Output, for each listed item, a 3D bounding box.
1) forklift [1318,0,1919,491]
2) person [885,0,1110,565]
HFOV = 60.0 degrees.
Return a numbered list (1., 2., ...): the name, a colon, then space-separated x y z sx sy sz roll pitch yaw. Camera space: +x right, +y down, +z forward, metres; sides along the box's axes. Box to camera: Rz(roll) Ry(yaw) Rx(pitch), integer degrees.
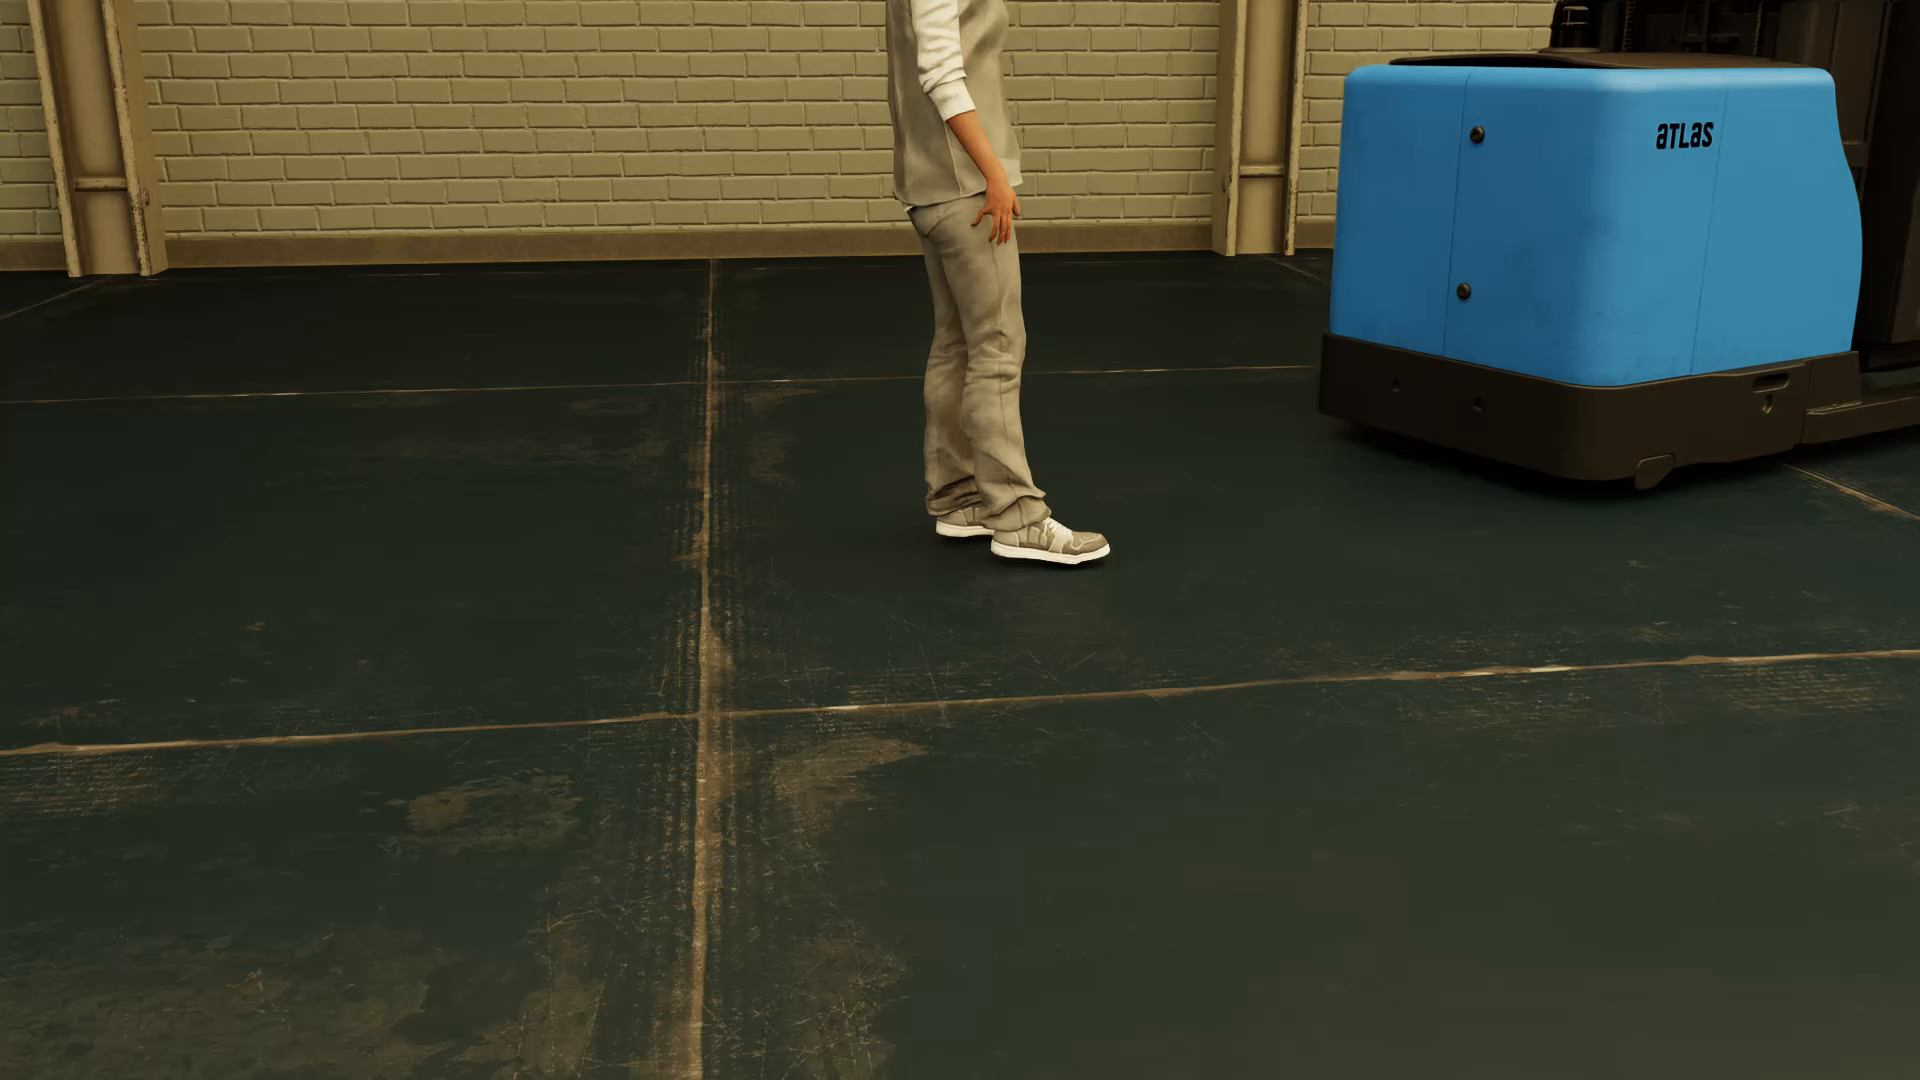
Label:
1. forklift: 2.609 -1.825 4.942 3.031 2.935 1.130 -10 19 -29
2. person: 0.075 -0.770 3.730 0.475 1.596 0.521 -2 17 -8
